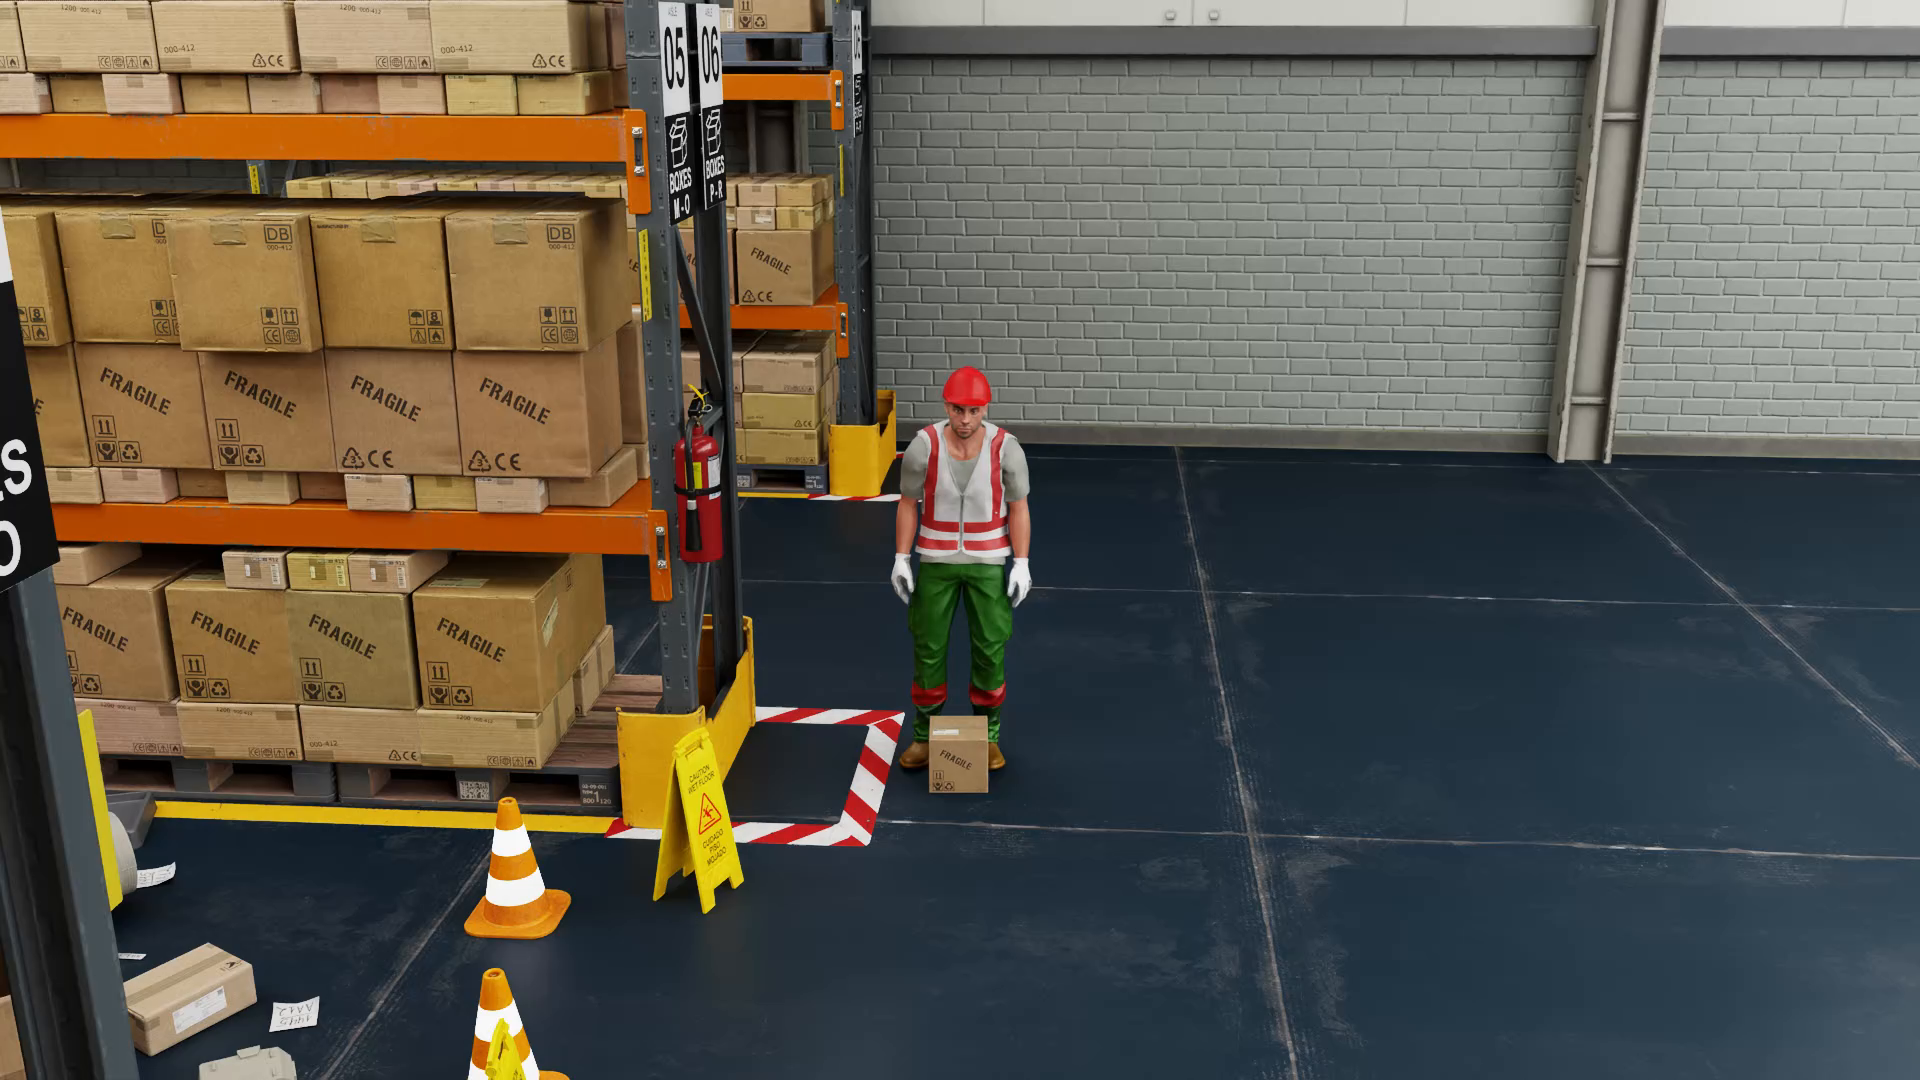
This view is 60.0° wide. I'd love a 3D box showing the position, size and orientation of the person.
[{"bbox_3d":[0.005,0.121,7.135,0.604,1.778,0.450,1,17,3],"label":"person"}]
